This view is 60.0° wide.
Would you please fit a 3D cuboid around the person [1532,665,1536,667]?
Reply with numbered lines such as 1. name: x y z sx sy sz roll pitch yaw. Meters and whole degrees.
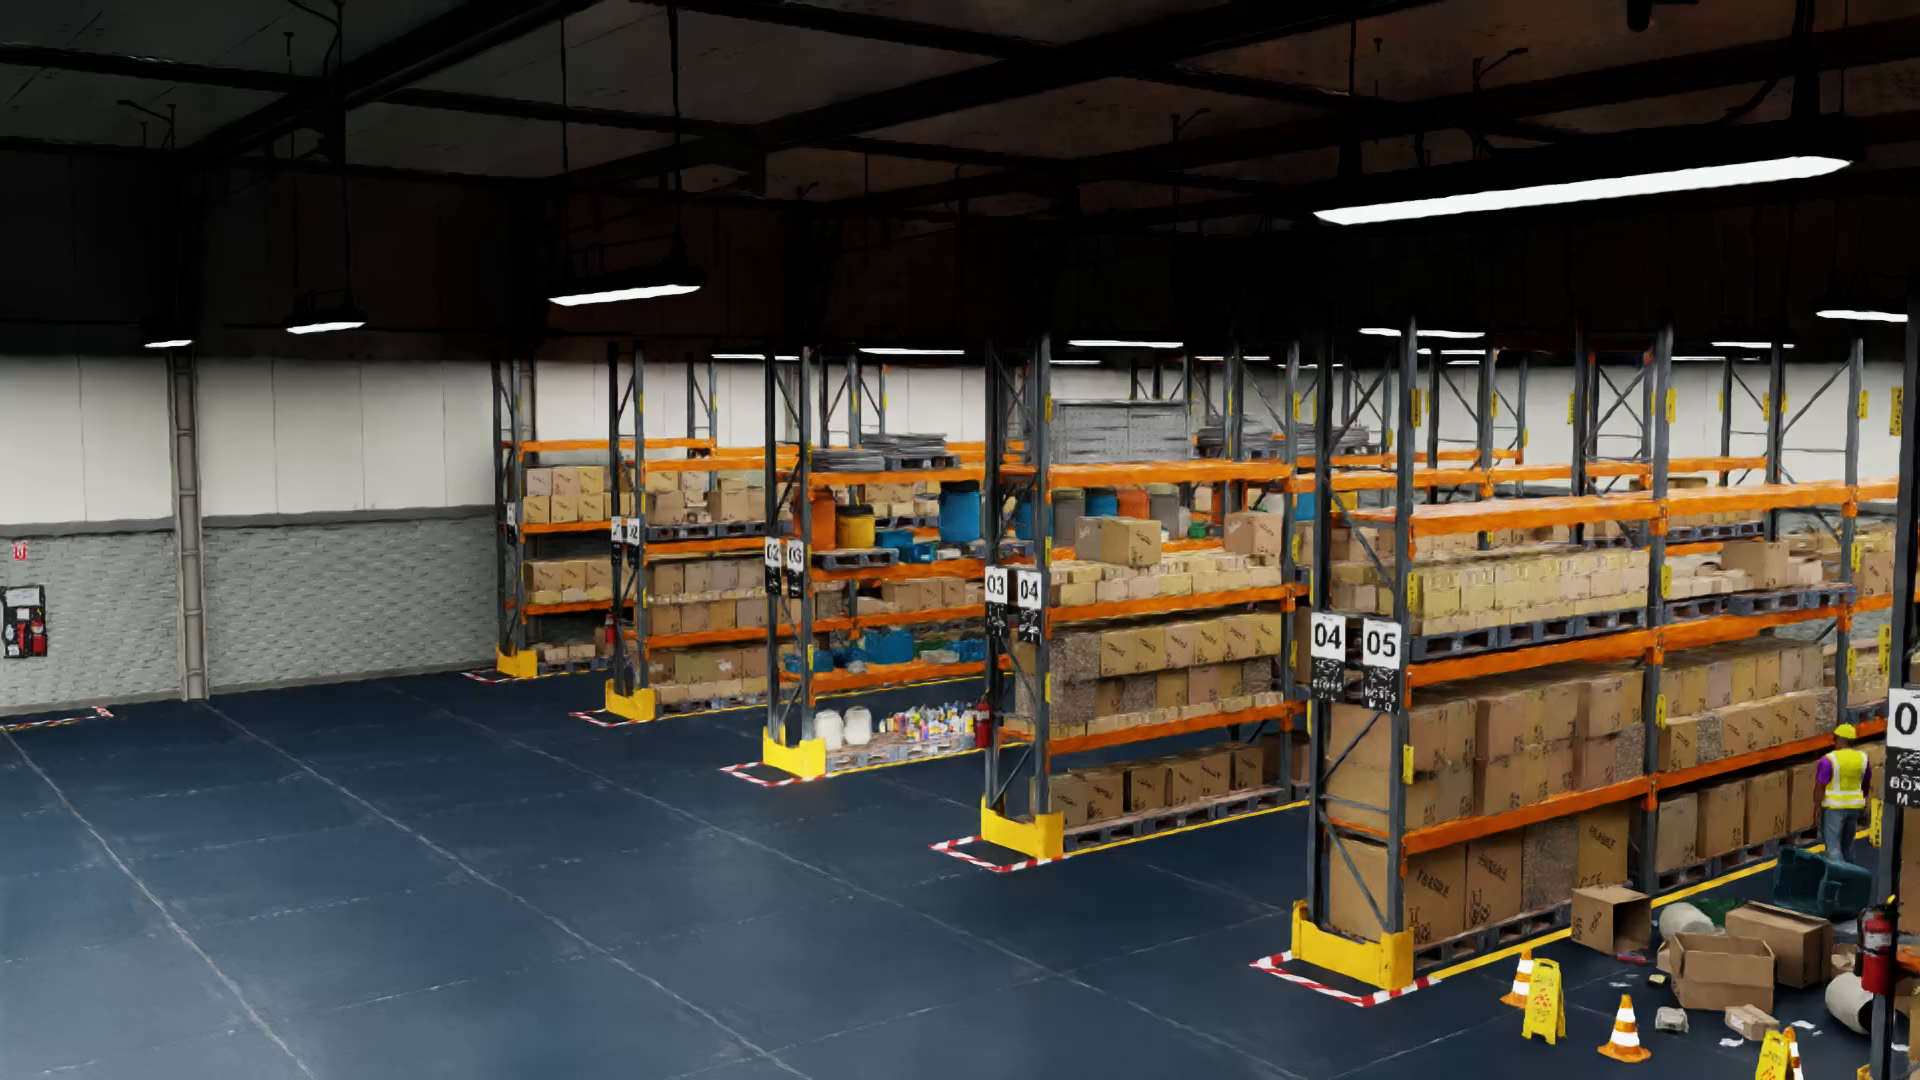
1. person: 7.828 2.321 22.387 0.402 1.736 0.650 4 7 40

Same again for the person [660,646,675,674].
1. person: -5.379 1.647 30.209 0.733 1.716 0.872 3 6 34

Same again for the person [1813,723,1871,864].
1. person: 9.093 2.759 17.251 0.673 1.761 0.528 -1 5 -11
